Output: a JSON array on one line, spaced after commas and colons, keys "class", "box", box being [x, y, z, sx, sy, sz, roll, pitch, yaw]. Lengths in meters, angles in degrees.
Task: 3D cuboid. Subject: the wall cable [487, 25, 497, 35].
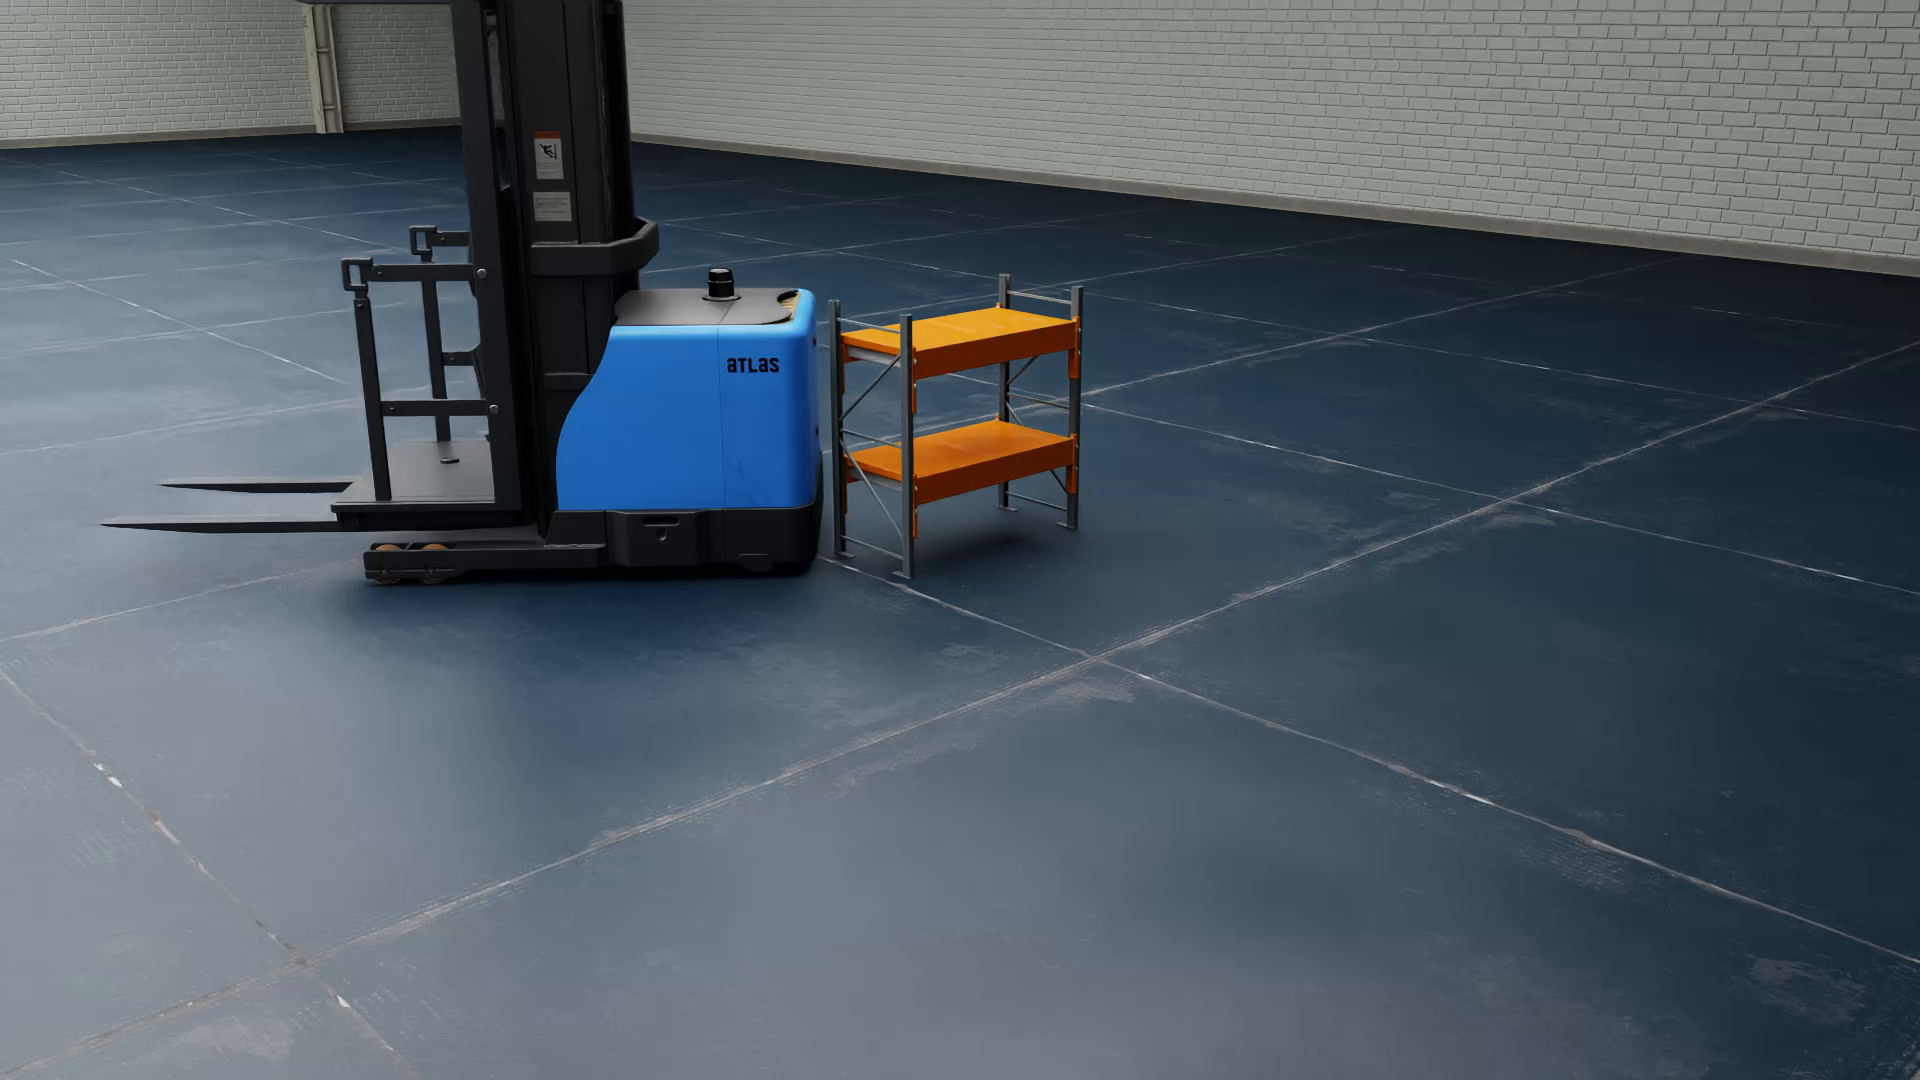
[{"class": "wall cable", "box": [-8.681, -10.721, 31.066, 0.112, 2.526, 3.097, -16, 24, -41]}]

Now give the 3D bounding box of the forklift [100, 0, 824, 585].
[{"class": "forklift", "box": [-2.146, -1.373, 7.039, 3.031, 2.935, 1.130, -1, 18, -2]}]

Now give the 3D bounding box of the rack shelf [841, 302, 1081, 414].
[{"class": "rack shelf", "box": [-0.005, -0.812, 7.288, 1.000, 0.278, 0.538, -16, 24, -41]}]

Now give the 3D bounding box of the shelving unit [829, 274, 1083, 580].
[{"class": "shelving unit", "box": [-0.005, -0.534, 7.378, 1.048, 1.125, 0.538, -16, 24, -41]}]

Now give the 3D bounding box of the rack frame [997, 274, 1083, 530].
[{"class": "rack frame", "box": [0.364, -0.641, 7.711, 0.032, 1.125, 0.500, -16, 24, -41]}]

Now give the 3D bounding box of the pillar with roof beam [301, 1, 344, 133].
[{"class": "pillar with roof beam", "box": [-8.772, -10.905, 26.600, 0.400, 9.000, 9.100, -16, 24, -41]}]

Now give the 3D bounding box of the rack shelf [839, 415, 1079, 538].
[{"class": "rack shelf", "box": [-0.005, -0.301, 7.454, 1.000, 0.278, 0.538, -16, 24, -41]}]

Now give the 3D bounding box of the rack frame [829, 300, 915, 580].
[{"class": "rack frame", "box": [-0.374, -0.426, 7.046, 0.032, 1.125, 0.500, -16, 24, -41]}]
